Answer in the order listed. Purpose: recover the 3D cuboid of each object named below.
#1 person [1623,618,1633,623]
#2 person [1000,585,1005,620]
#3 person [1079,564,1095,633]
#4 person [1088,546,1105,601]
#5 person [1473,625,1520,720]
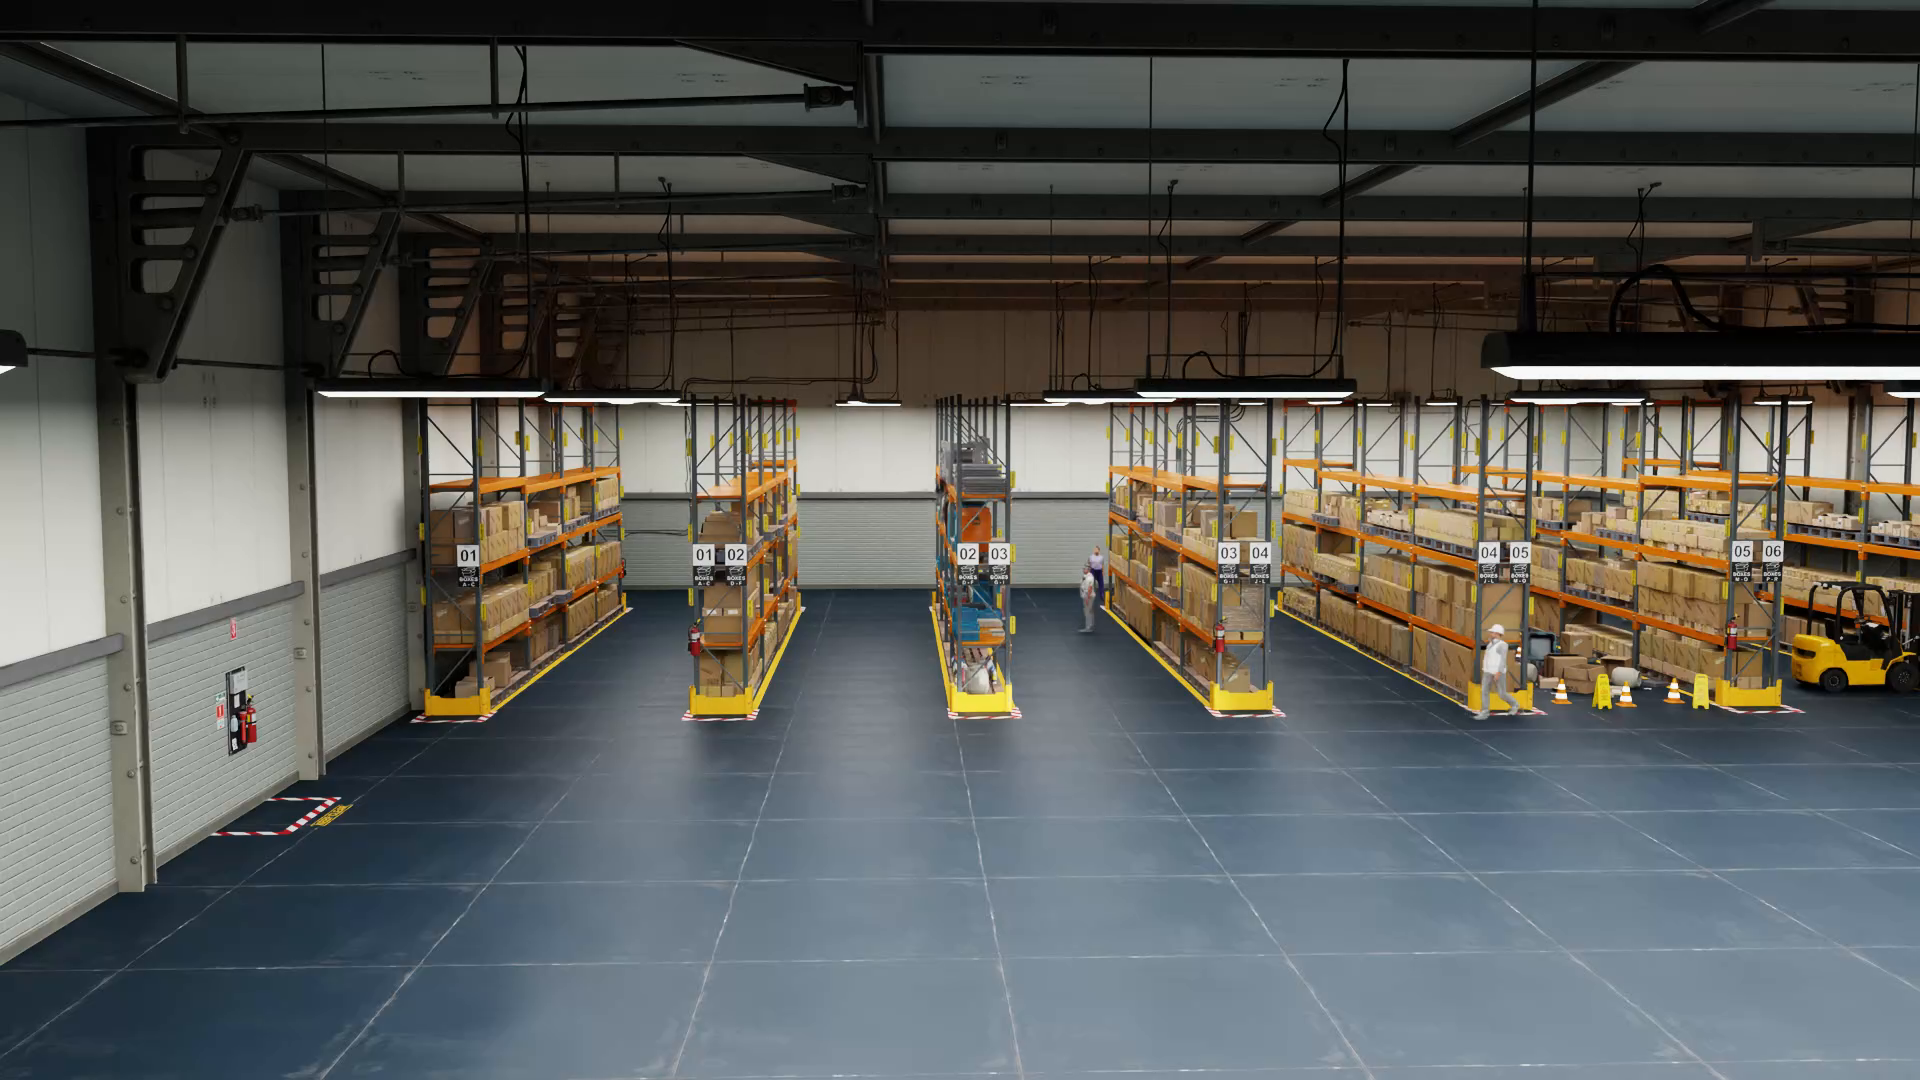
[{"bbox_3d":[17.870,1.345,44.450,0.684,1.717,0.993,2,5,24],"label":"person"},{"bbox_3d":[1.158,1.334,45.226,0.449,1.675,0.517,2,5,21],"label":"person"},{"bbox_3d":[3.254,1.484,42.631,0.415,1.778,0.619,0,4,-2],"label":"person"},{"bbox_3d":[4.105,1.008,49.612,0.506,1.640,0.570,-2,5,-24],"label":"person"},{"bbox_3d":[9.913,2.437,30.710,0.897,1.746,0.533,-2,5,-27],"label":"person"}]
